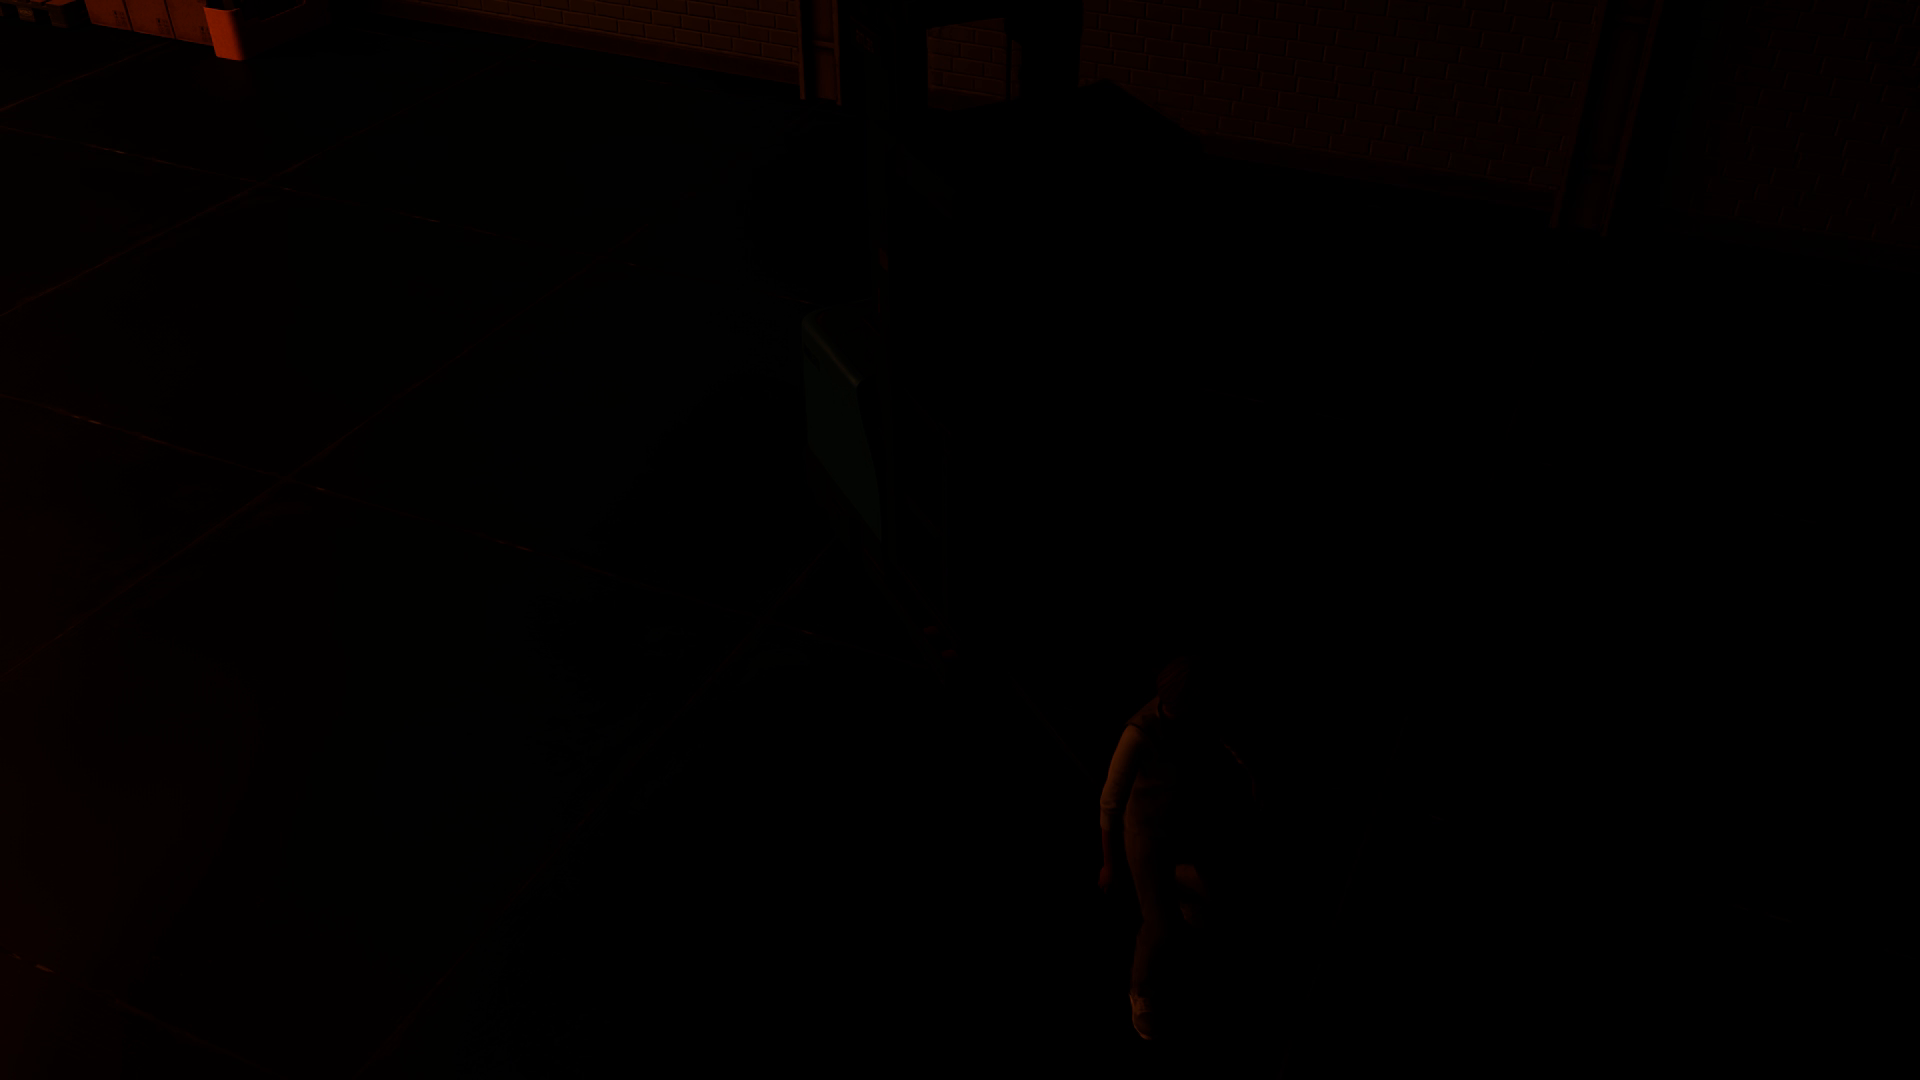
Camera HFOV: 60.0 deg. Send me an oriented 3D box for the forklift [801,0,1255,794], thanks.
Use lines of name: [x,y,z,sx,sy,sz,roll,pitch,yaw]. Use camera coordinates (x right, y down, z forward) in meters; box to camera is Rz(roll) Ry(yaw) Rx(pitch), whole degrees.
forklift: [0.279,-0.817,7.232,1.130,2.935,3.031,-16,38,-21]

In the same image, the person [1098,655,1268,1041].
person: [0.782,1.019,5.909,0.727,1.533,0.588,-17,39,-22]
